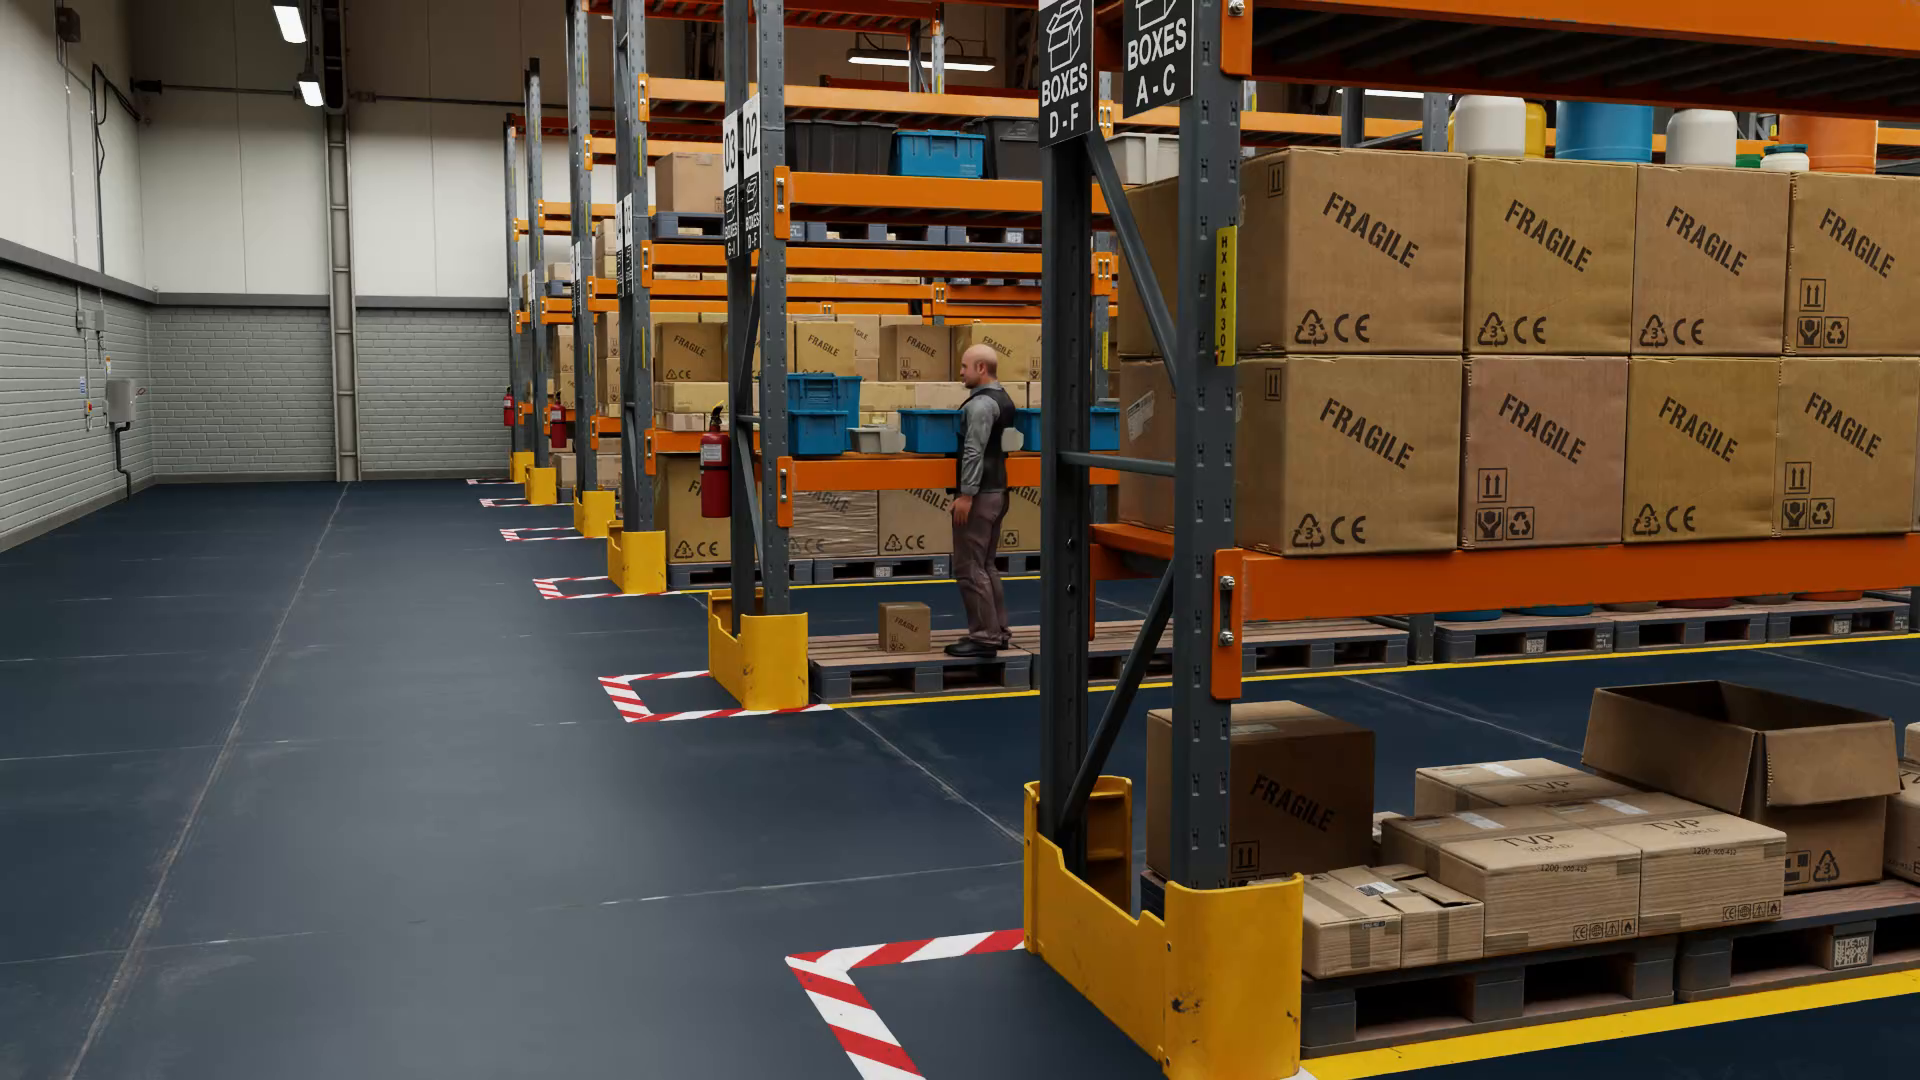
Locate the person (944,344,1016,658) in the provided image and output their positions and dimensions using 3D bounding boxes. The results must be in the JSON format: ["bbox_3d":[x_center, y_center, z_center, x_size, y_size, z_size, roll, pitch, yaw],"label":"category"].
[{"bbox_3d":[0.106,-0.221,9.220,0.358,1.714,0.511,1,6,15],"label":"person"}]
